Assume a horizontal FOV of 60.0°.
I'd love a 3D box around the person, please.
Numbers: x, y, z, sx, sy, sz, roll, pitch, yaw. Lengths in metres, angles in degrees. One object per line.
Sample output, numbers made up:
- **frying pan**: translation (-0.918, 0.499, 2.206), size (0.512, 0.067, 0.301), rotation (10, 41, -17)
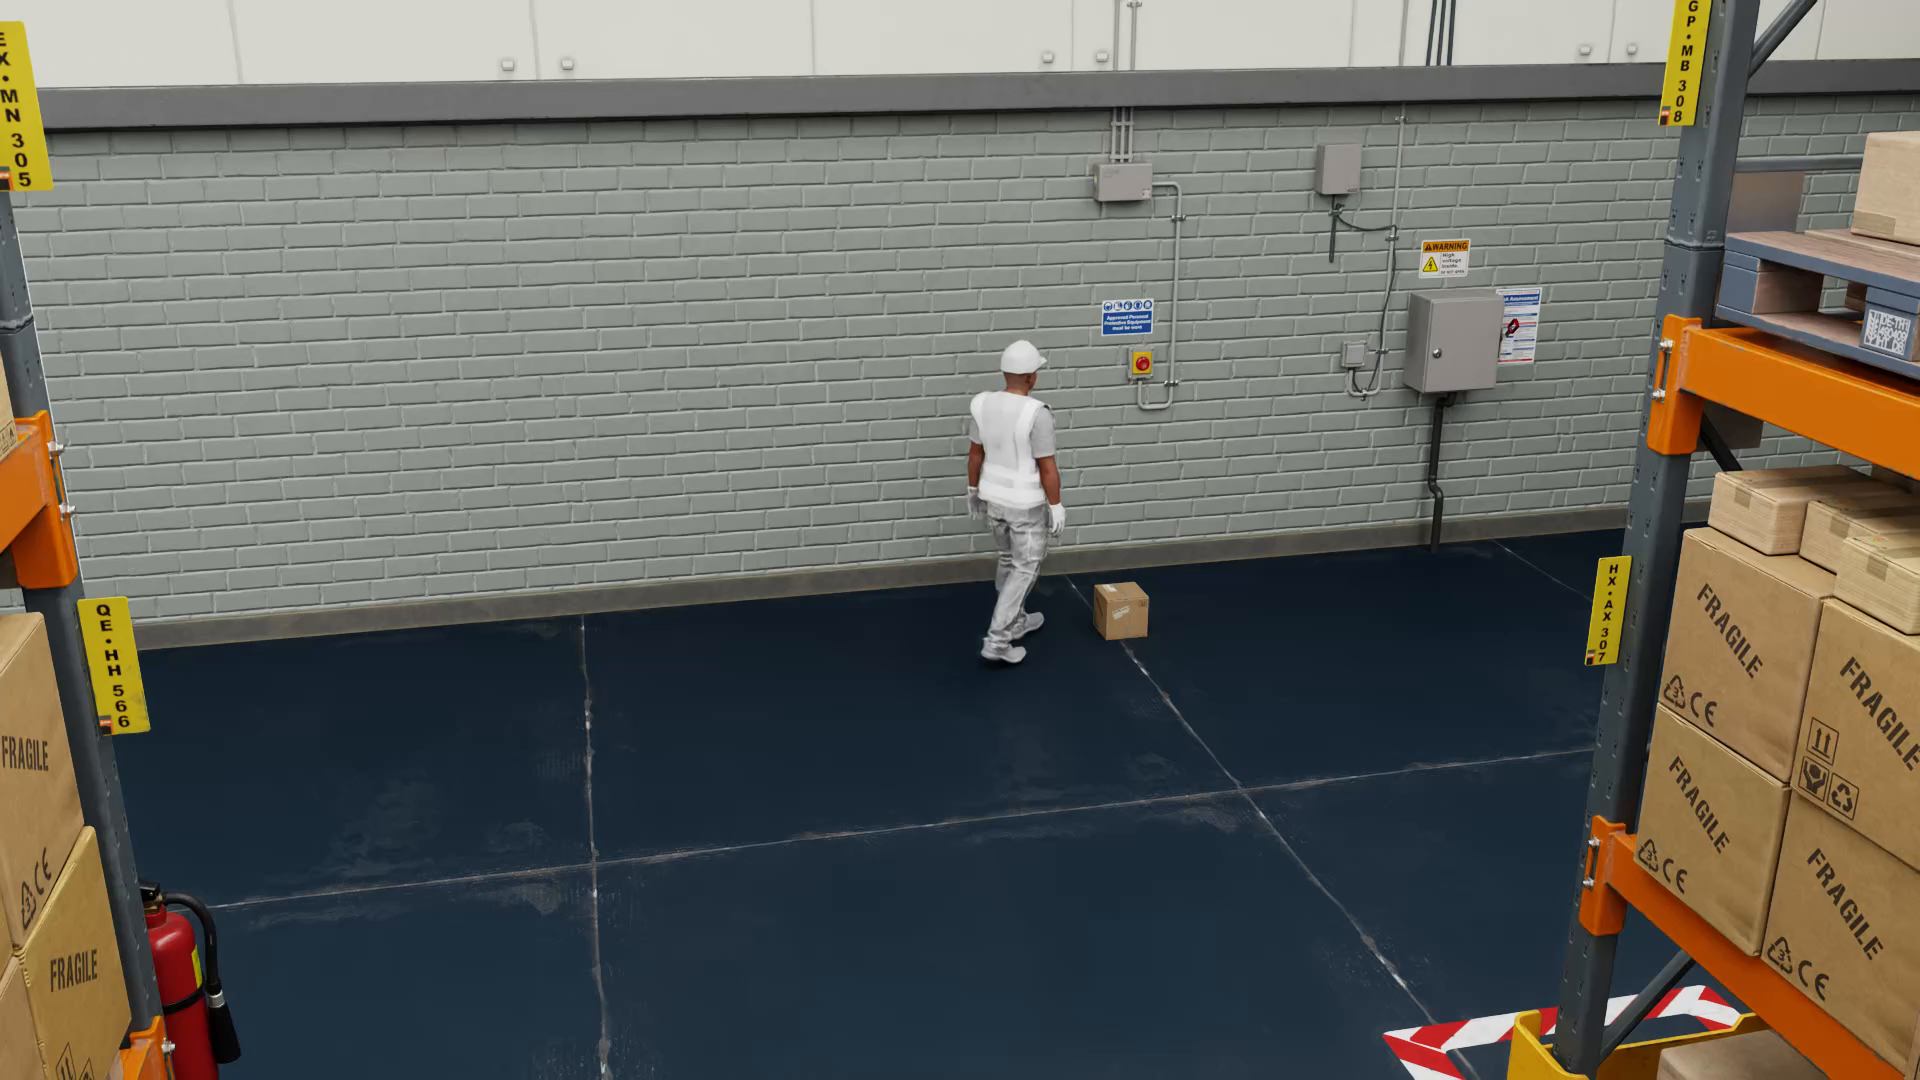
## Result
- **person**: translation (0.315, -0.225, 9.163), size (0.594, 1.780, 0.744), rotation (17, 26, 40)
